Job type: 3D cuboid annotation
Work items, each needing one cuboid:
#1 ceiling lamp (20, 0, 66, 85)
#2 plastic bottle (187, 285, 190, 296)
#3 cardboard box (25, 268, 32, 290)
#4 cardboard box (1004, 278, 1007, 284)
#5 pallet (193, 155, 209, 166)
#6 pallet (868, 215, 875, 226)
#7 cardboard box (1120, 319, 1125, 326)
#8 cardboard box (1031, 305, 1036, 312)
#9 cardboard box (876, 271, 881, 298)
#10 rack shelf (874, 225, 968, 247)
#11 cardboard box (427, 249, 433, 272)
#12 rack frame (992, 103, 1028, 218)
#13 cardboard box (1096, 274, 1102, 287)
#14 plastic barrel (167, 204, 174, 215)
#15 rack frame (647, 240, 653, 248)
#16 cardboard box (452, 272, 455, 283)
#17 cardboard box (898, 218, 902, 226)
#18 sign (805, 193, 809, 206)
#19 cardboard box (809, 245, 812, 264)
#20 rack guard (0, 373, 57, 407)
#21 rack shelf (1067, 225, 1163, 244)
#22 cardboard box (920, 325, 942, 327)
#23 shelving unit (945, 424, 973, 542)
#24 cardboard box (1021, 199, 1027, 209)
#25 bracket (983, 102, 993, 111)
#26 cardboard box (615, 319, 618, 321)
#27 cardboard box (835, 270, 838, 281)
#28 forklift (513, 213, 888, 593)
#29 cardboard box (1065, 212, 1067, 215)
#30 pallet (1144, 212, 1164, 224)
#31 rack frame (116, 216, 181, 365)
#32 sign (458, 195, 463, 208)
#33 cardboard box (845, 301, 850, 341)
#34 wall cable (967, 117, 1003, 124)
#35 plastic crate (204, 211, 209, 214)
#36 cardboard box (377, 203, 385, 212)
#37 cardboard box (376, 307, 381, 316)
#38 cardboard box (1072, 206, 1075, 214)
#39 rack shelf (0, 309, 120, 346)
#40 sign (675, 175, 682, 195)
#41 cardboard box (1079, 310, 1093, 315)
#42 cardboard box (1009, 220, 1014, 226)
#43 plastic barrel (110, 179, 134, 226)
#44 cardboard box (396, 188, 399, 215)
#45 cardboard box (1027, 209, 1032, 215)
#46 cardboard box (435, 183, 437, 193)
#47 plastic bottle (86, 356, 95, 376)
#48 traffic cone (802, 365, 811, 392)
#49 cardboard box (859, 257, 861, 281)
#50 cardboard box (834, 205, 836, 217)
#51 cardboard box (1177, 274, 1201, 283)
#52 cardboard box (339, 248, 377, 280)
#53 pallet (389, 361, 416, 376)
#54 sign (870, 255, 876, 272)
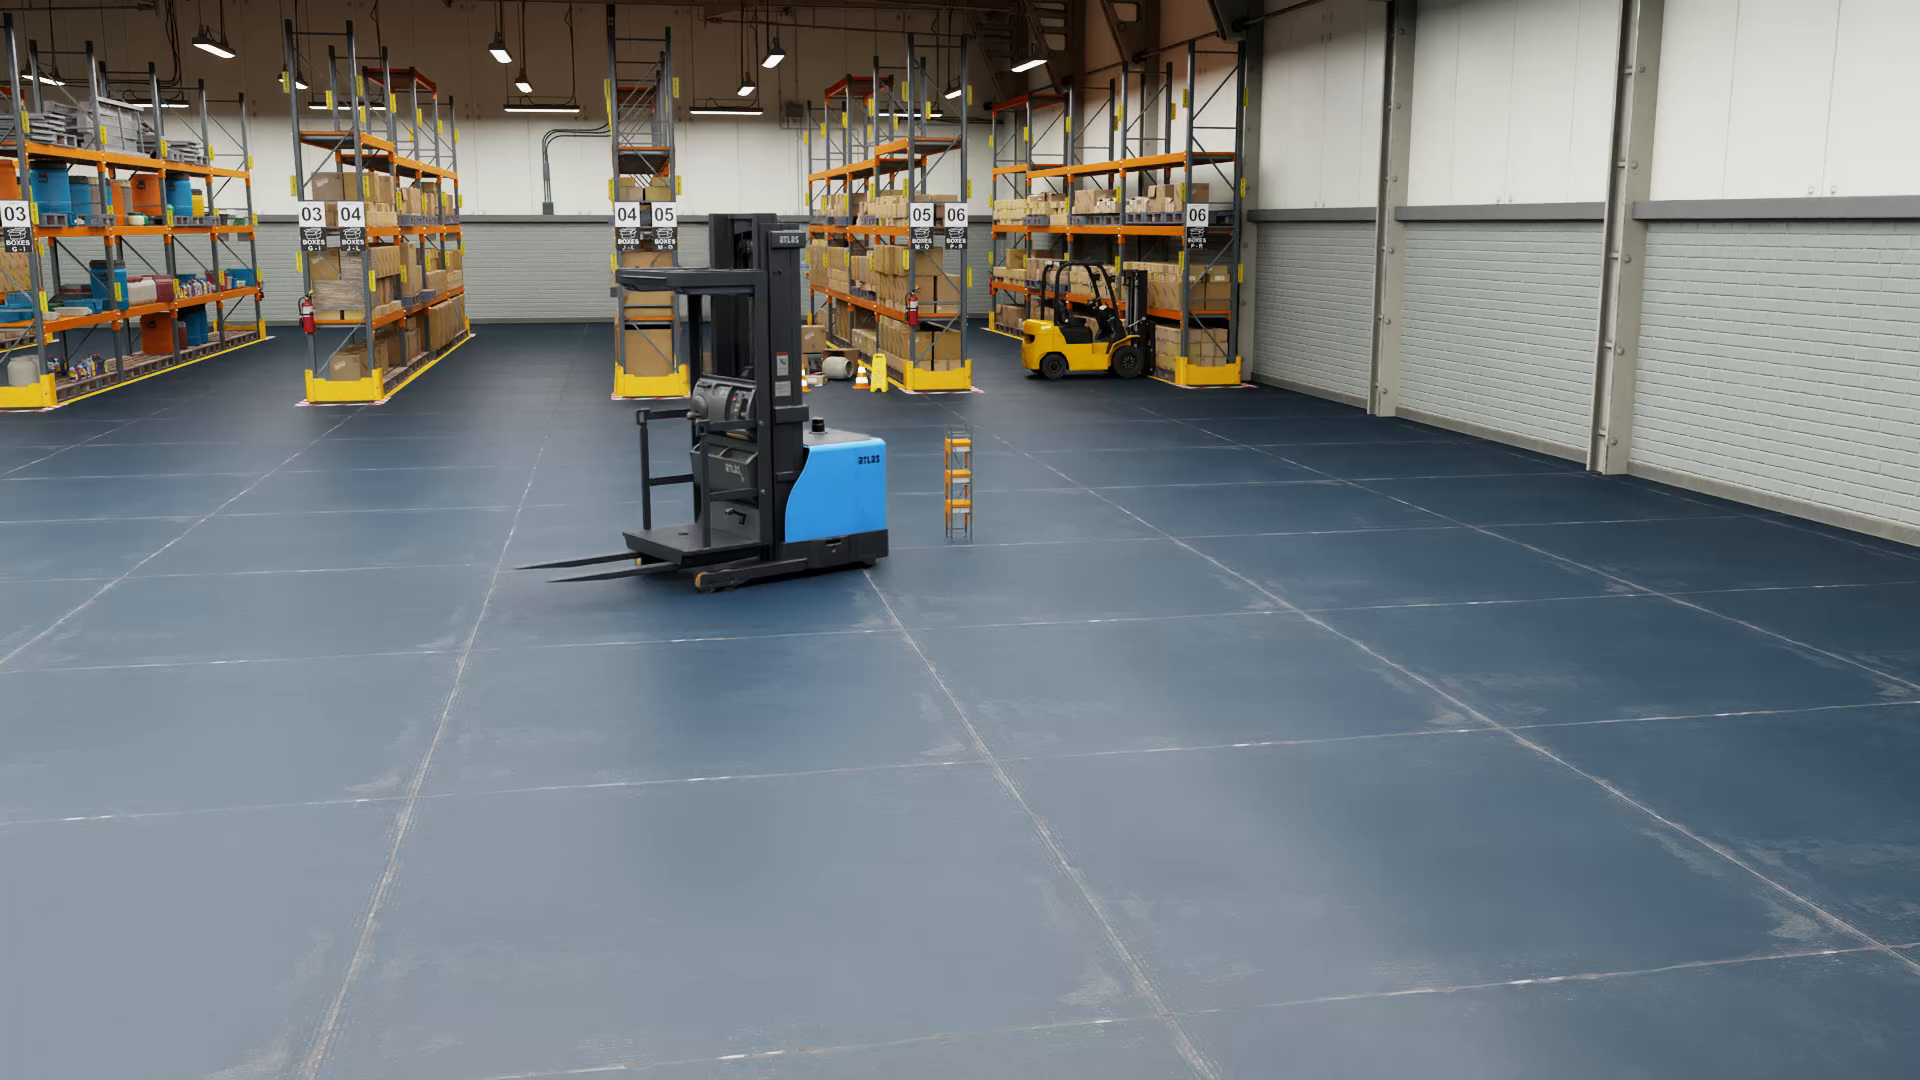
[{"bbox_3d":[-19.340,-11.370,35.311,0.800,3.185,2.000,-2,11,-11],"label":"ceiling lamp"},{"bbox_3d":[-16.504,-5.319,35.518,0.097,0.271,0.097,0,11,0],"label":"plastic bottle"},{"bbox_3d":[-22.473,-6.227,39.675,0.500,0.500,0.500,-2,11,-11],"label":"cardboard box"},{"bbox_3d":[1.372,-6.814,43.701,0.380,0.149,0.250,-2,11,-13],"label":"cardboard box"},{"bbox_3d":[-17.103,-8.298,36.355,1.003,0.211,1.213,-2,11,-11],"label":"pallet"},{"bbox_3d":[-1.175,-6.362,33.135,1.213,0.211,1.003,-2,11,-11],"label":"pallet"},{"bbox_3d":[3.495,-4.292,33.333,0.500,0.250,0.500,-2,11,-12],"label":"cardboard box"},{"bbox_3d":[1.962,-5.734,41.181,0.380,0.149,0.250,-2,11,-8],"label":"cardboard box"},{"bbox_3d":[-1.347,-4.968,32.268,0.500,0.500,0.500,-2,11,-11],"label":"cardboard box"},{"bbox_3d":[-0.770,-5.617,30.642,1.077,0.370,4.000,-2,11,-11],"label":"rack shelf"},{"bbox_3d":[-12.045,-6.156,36.622,0.797,0.503,0.637,-2,11,-9],"label":"cardboard box"},{"bbox_3d":[1.375,-10.193,44.737,1.000,3.000,0.127,-2,11,-11],"label":"rack frame"},{"bbox_3d":[3.162,-5.486,35.114,0.500,0.250,0.500,-2,11,-10],"label":"cardboard box"},{"bbox_3d":[-16.497,-6.863,34.557,0.294,0.245,0.294,0,11,0],"label":"plastic barrel"},{"bbox_3d":[-7.551,-6.133,39.448,1.000,3.000,0.127,-2,11,-11],"label":"rack frame"},{"bbox_3d":[-12.469,-6.325,40.065,0.500,0.250,0.500,-2,11,-10],"label":"cardboard box"},{"bbox_3d":[-0.903,-5.723,29.946,0.380,0.149,0.250,-2,11,-11],"label":"cardboard box"},{"bbox_3d":[-4.039,-8.988,43.876,0.100,0.325,0.005,-2,11,-11],"label":"sign"},{"bbox_3d":[-3.679,-7.507,43.726,0.500,0.500,0.500,-2,11,-12],"label":"cardboard box"},{"bbox_3d":[-15.021,-2.374,26.387,1.175,0.500,0.348,-2,11,-11],"label":"rack guard"},{"bbox_3d":[3.320,-6.532,35.449,1.077,0.370,4.000,-2,11,-11],"label":"rack shelf"},{"bbox_3d":[-0.580,-3.802,31.430,0.500,0.500,0.500,-2,11,-8],"label":"cardboard box"},{"bbox_3d":[-0.010,-0.526,15.203,0.215,1.050,0.252,-2,11,-11],"label":"shelving unit"},{"bbox_3d":[1.819,-8.388,41.543,0.500,0.250,0.500,-2,11,-11],"label":"cardboard box"},{"bbox_3d":[0.845,-12.987,49.787,0.235,0.232,0.430,-2,11,-11],"label":"bracket"},{"bbox_3d":[-6.388,-4.054,33.422,1.050,0.750,0.750,-2,11,-11],"label":"cardboard box"},{"bbox_3d":[-2.605,-6.131,38.506,0.500,0.250,0.500,-2,11,-13],"label":"cardboard box"},{"bbox_3d":[-2.083,-1.134,13.371,3.031,2.935,1.130,-8,14,-37],"label":"forklift"},{"bbox_3d":[2.595,-7.479,37.835,0.380,0.149,0.250,-2,11,-12],"label":"cardboard box"},{"bbox_3d":[4.134,-6.097,31.472,1.003,0.211,1.213,-2,11,-11],"label":"pallet"},{"bbox_3d":[-16.516,-5.057,33.797,1.000,3.000,0.127,-2,11,-11],"label":"rack frame"},{"bbox_3d":[-12.679,-8.591,42.187,0.100,0.325,0.005,-2,11,-11],"label":"sign"},{"bbox_3d":[-2.159,-5.054,38.338,0.875,0.875,0.875,-2,11,-10],"label":"cardboard box"},{"bbox_3d":[1.533,-14.007,49.900,2.988,3.039,0.133,-2,11,-11],"label":"wall cable"},{"bbox_3d":[-18.045,-7.677,39.707,0.504,0.338,0.767,-2,11,-11],"label":"plastic crate"},{"bbox_3d":[-10.272,-5.809,29.059,0.380,0.149,0.250,-2,11,-8],"label":"cardboard box"},{"bbox_3d":[-10.098,-3.892,28.346,0.380,0.149,0.250,-2,11,-11],"label":"cardboard box"},{"bbox_3d":[2.701,-7.318,36.888,0.380,0.166,0.250,-2,11,-11],"label":"cardboard box"},{"bbox_3d":[-15.349,-3.603,28.083,1.077,0.370,4.000,-2,11,-11],"label":"rack shelf"},{"bbox_3d":[-4.672,-5.893,27.616,0.100,0.325,0.005,-2,11,-11],"label":"sign"},{"bbox_3d":[2.983,-5.275,38.771,0.380,0.149,0.250,-2,11,-10],"label":"cardboard box"},{"bbox_3d":[1.465,-8.199,42.955,0.380,0.149,0.250,-2,11,-10],"label":"cardboard box"},{"bbox_3d":[-16.570,-6.618,32.637,0.600,0.901,0.600,0,11,0],"label":"plastic barrel"},{"bbox_3d":[-10.874,-6.324,31.032,0.797,0.503,0.637,-3,11,-14],"label":"cardboard box"},{"bbox_3d":[1.837,-8.000,40.518,0.380,0.149,0.250,-2,11,-10],"label":"cardboard box"},{"bbox_3d":[-12.831,-8.480,40.096,0.500,0.250,0.500,-2,11,-13],"label":"cardboard box"},{"bbox_3d":[-15.230,-3.036,29.088,0.144,0.351,0.185,-2,11,-11],"label":"plastic bottle"},{"bbox_3d":[-2.753,-2.813,28.794,0.336,0.463,0.334,-2,11,-11],"label":"traffic cone"},{"bbox_3d":[-1.859,-5.716,35.072,0.500,0.500,0.500,-2,11,-10],"label":"cardboard box"},{"bbox_3d":[-2.703,-7.597,38.357,0.396,0.266,0.258,-1,11,-6],"label":"cardboard box"},{"bbox_3d":[4.145,-4.733,30.091,0.380,0.149,0.250,-2,11,-10],"label":"cardboard box"},{"bbox_3d":[-9.942,-4.567,27.486,0.500,0.500,0.500,-2,11,-11],"label":"cardboard box"},{"bbox_3d":[-11.033,-3.277,31.900,1.003,0.211,1.213,-2,11,-11],"label":"pallet"},{"bbox_3d":[-1.703,-5.412,32.565,0.100,0.325,0.005,-2,11,-11],"label":"sign"}]
